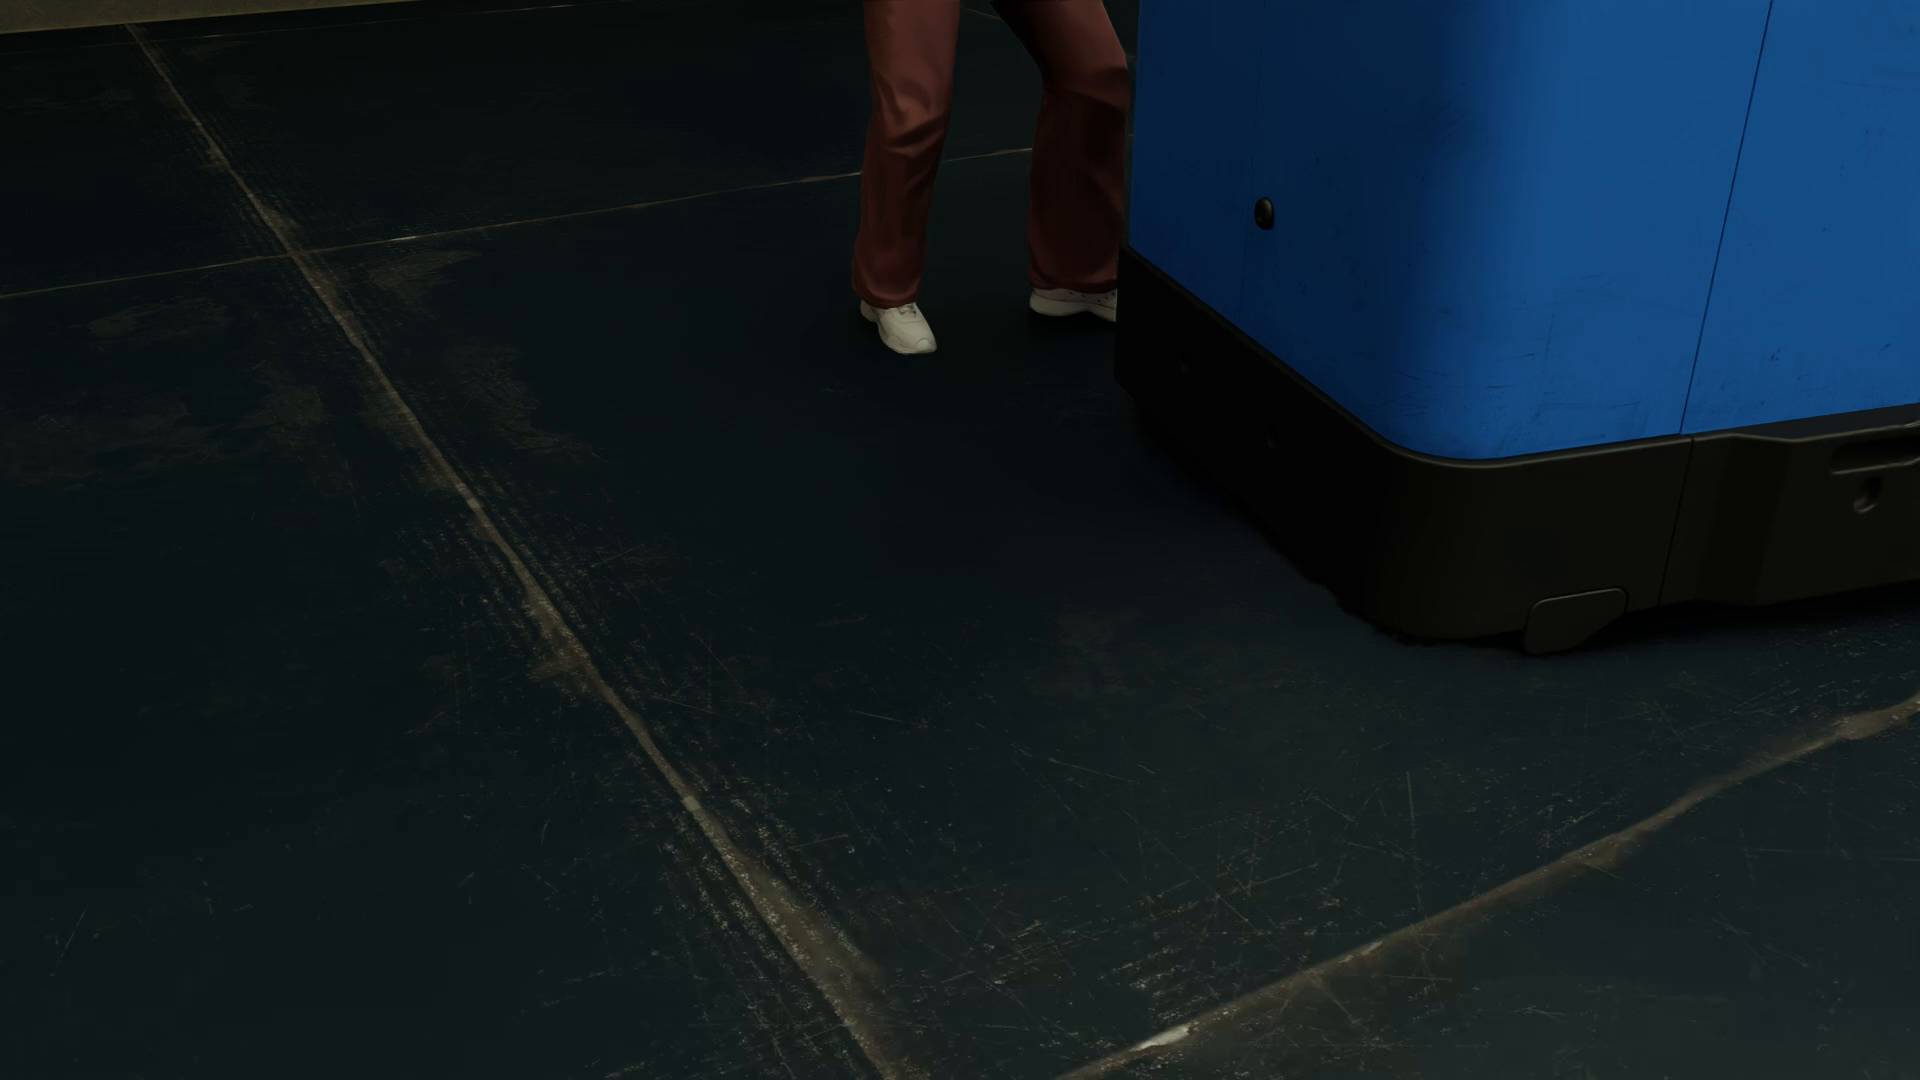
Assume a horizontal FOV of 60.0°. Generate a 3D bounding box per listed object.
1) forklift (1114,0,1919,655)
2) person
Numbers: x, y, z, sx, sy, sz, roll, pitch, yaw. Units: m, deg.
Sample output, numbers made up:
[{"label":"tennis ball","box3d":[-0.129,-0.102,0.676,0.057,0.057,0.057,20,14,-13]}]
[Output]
[{"label":"forklift","box3d":[1.844,-1.529,2.275,3.031,2.935,1.130,-8,28,-15]},{"label":"person","box3d":[0.016,-1.149,2.973,0.801,1.645,0.391,-12,29,-22]}]
